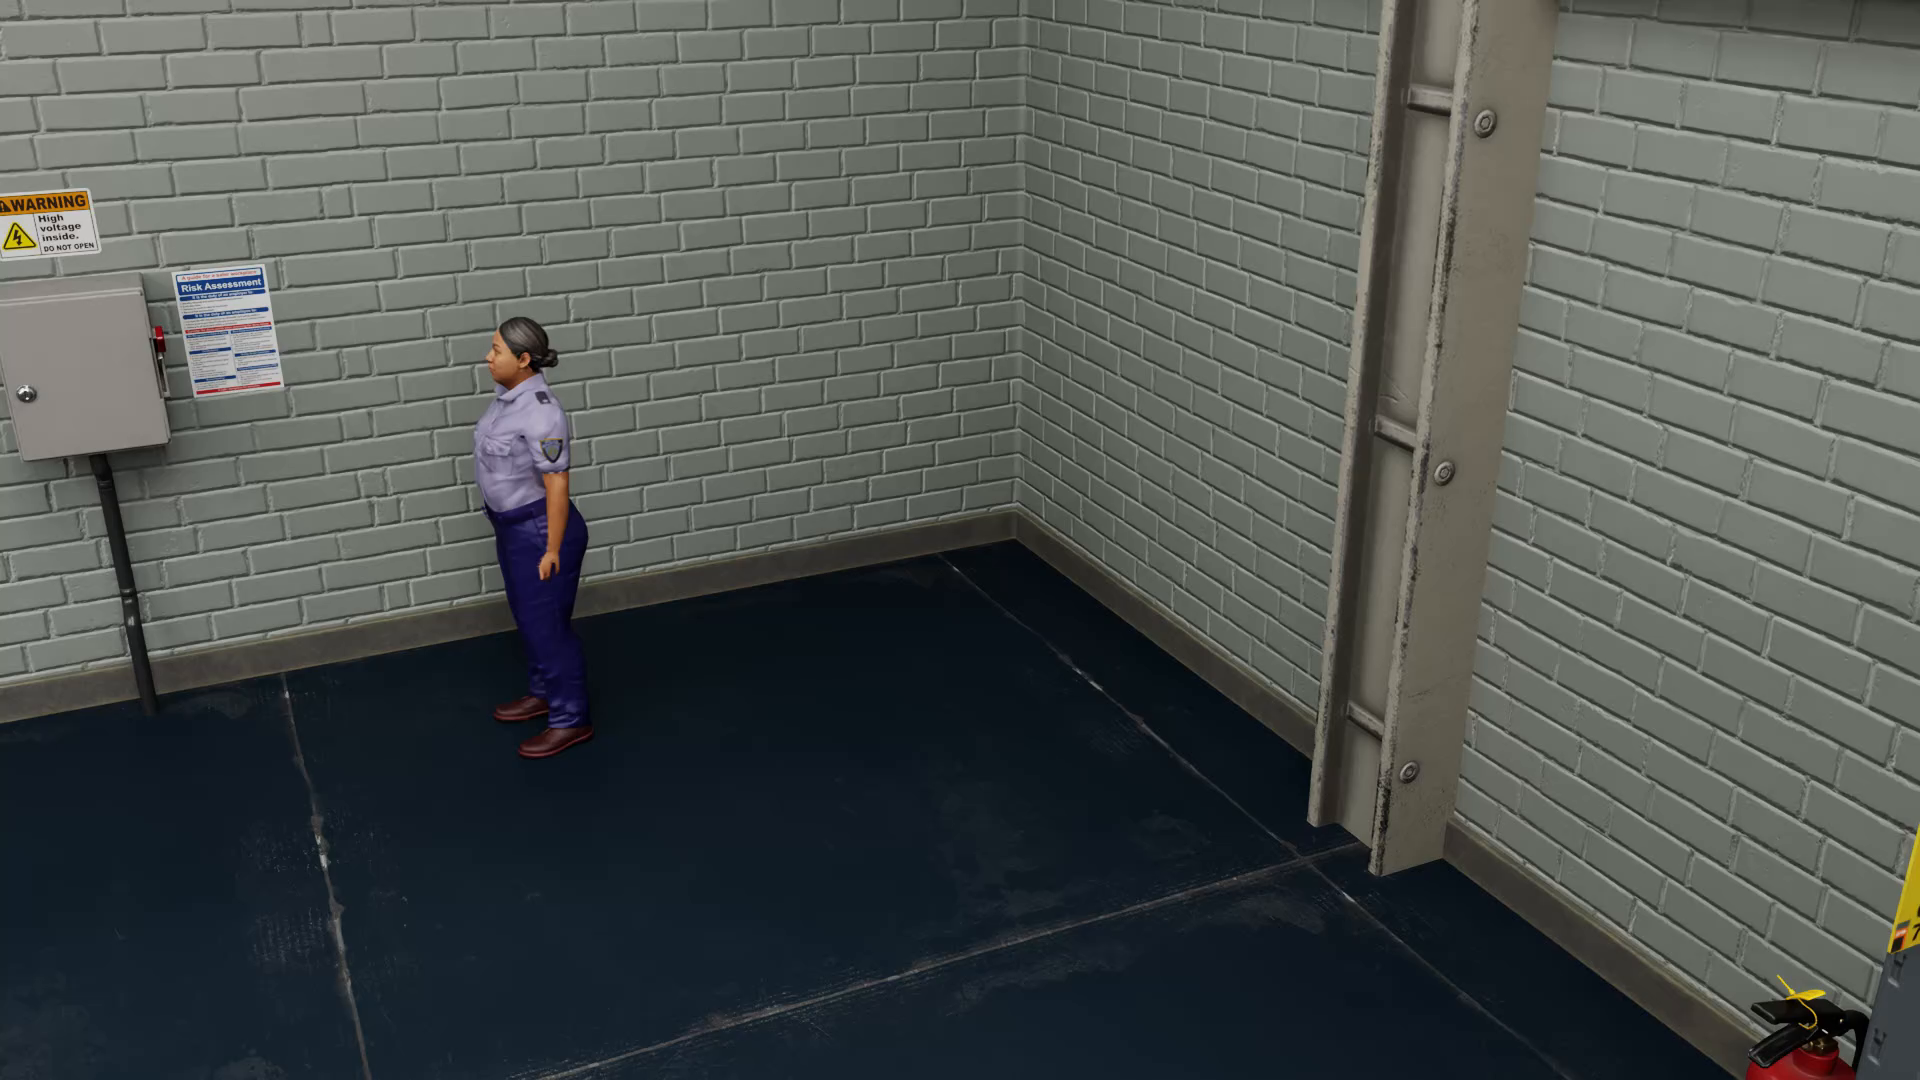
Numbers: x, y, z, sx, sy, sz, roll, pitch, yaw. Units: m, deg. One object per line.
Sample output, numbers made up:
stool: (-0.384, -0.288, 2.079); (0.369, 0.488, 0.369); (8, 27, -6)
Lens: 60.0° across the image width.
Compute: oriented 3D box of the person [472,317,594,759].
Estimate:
person: (-1.583, -0.021, 6.163); (0.361, 1.651, 0.487); (-12, 25, -27)
